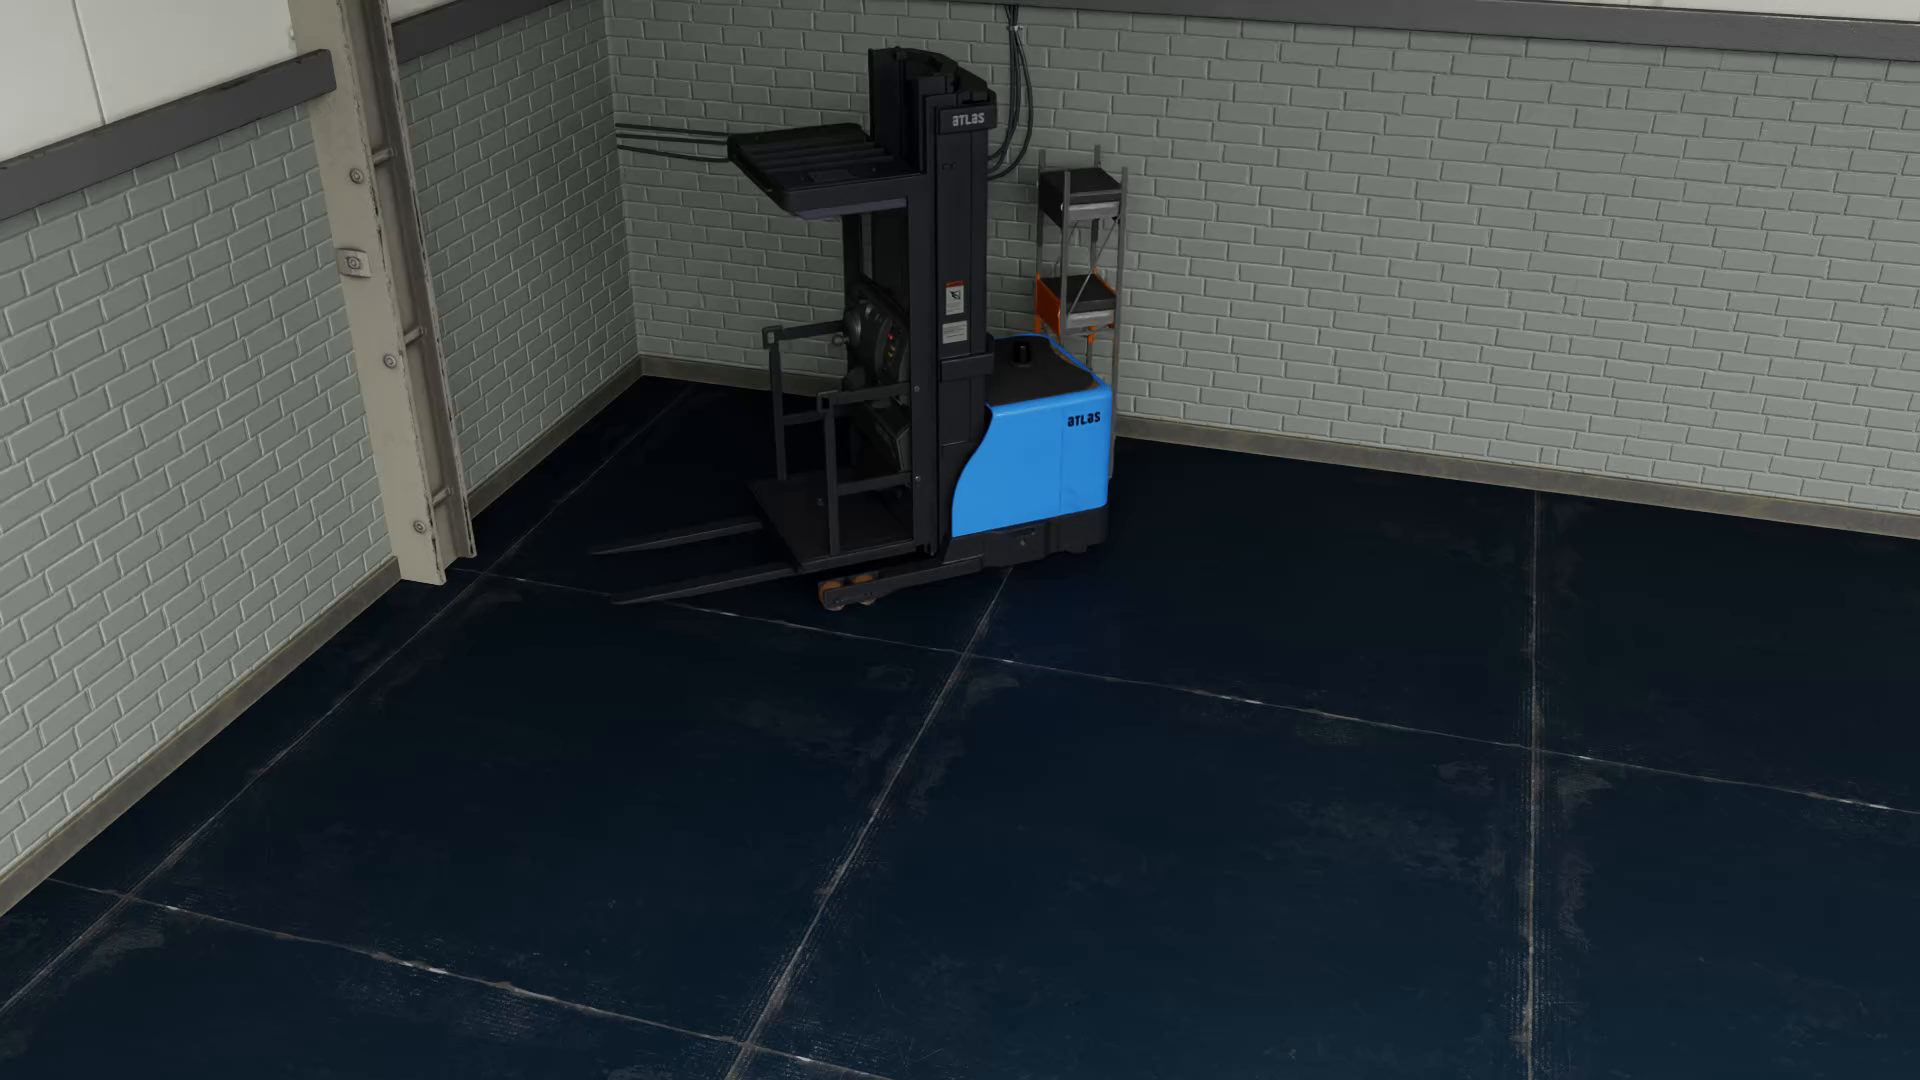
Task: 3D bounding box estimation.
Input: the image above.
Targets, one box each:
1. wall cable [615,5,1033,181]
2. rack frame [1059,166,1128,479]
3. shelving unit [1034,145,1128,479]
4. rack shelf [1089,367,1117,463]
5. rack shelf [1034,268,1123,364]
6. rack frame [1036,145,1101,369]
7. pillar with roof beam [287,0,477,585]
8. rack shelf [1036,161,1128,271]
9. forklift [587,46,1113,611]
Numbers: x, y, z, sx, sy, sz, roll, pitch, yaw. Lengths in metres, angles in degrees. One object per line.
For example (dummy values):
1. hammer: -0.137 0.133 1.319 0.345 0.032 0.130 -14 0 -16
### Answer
1. wall cable: -1.017 -3.602 10.697 3.097 2.526 0.112 8 30 15
2. rack frame: 0.816 -1.302 10.466 0.400 2.100 0.015 -8 30 -14
3. shelving unit: 0.751 -1.417 10.672 0.431 2.100 0.503 -8 30 -14
4. rack shelf: 0.751 -0.793 11.019 0.431 0.518 0.480 -8 30 -14
5. rack shelf: 0.751 -1.405 10.678 0.431 0.518 0.480 -8 30 -14
6. rack frame: 0.686 -1.531 10.877 0.400 2.100 0.015 -8 30 -14
7. pillar with roof beam: 0.970 -3.164 6.717 9.100 9.000 0.400 8 30 15
8. rack shelf: 0.751 -2.016 10.338 0.431 0.518 0.480 -8 30 -14
9. forklift: -0.660 -1.167 9.367 3.031 2.935 1.130 -12 31 -20
